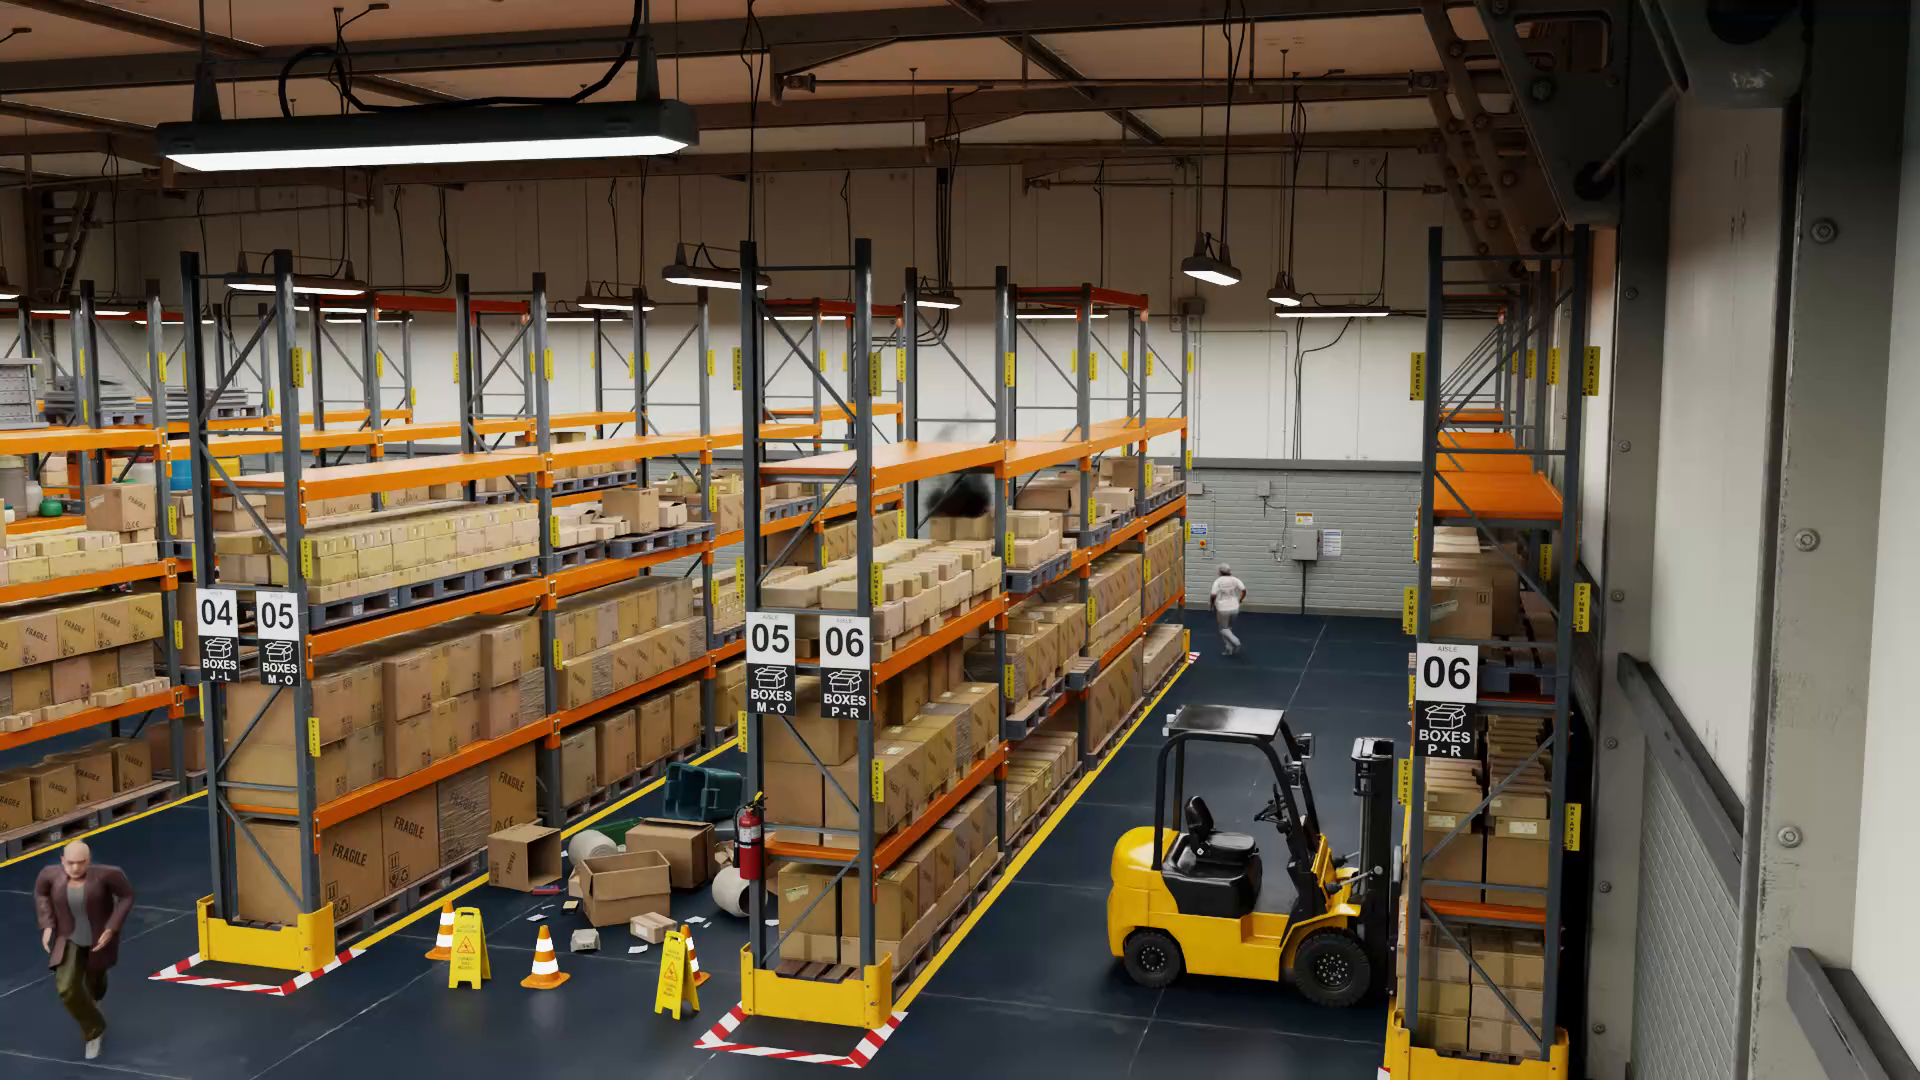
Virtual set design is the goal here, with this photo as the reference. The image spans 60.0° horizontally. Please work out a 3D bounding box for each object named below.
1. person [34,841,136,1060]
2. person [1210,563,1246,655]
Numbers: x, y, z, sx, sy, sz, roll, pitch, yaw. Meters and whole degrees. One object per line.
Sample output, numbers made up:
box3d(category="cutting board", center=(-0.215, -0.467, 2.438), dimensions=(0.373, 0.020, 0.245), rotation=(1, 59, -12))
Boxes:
box3d(category="person", center=(-6.548, 3.015, 12.538), dimensions=(0.689, 1.617, 1.055), rotation=(-2, 7, -18))
box3d(category="person", center=(4.540, 1.211, 28.338), dimensions=(0.650, 1.629, 0.641), rotation=(-3, 7, -24))
